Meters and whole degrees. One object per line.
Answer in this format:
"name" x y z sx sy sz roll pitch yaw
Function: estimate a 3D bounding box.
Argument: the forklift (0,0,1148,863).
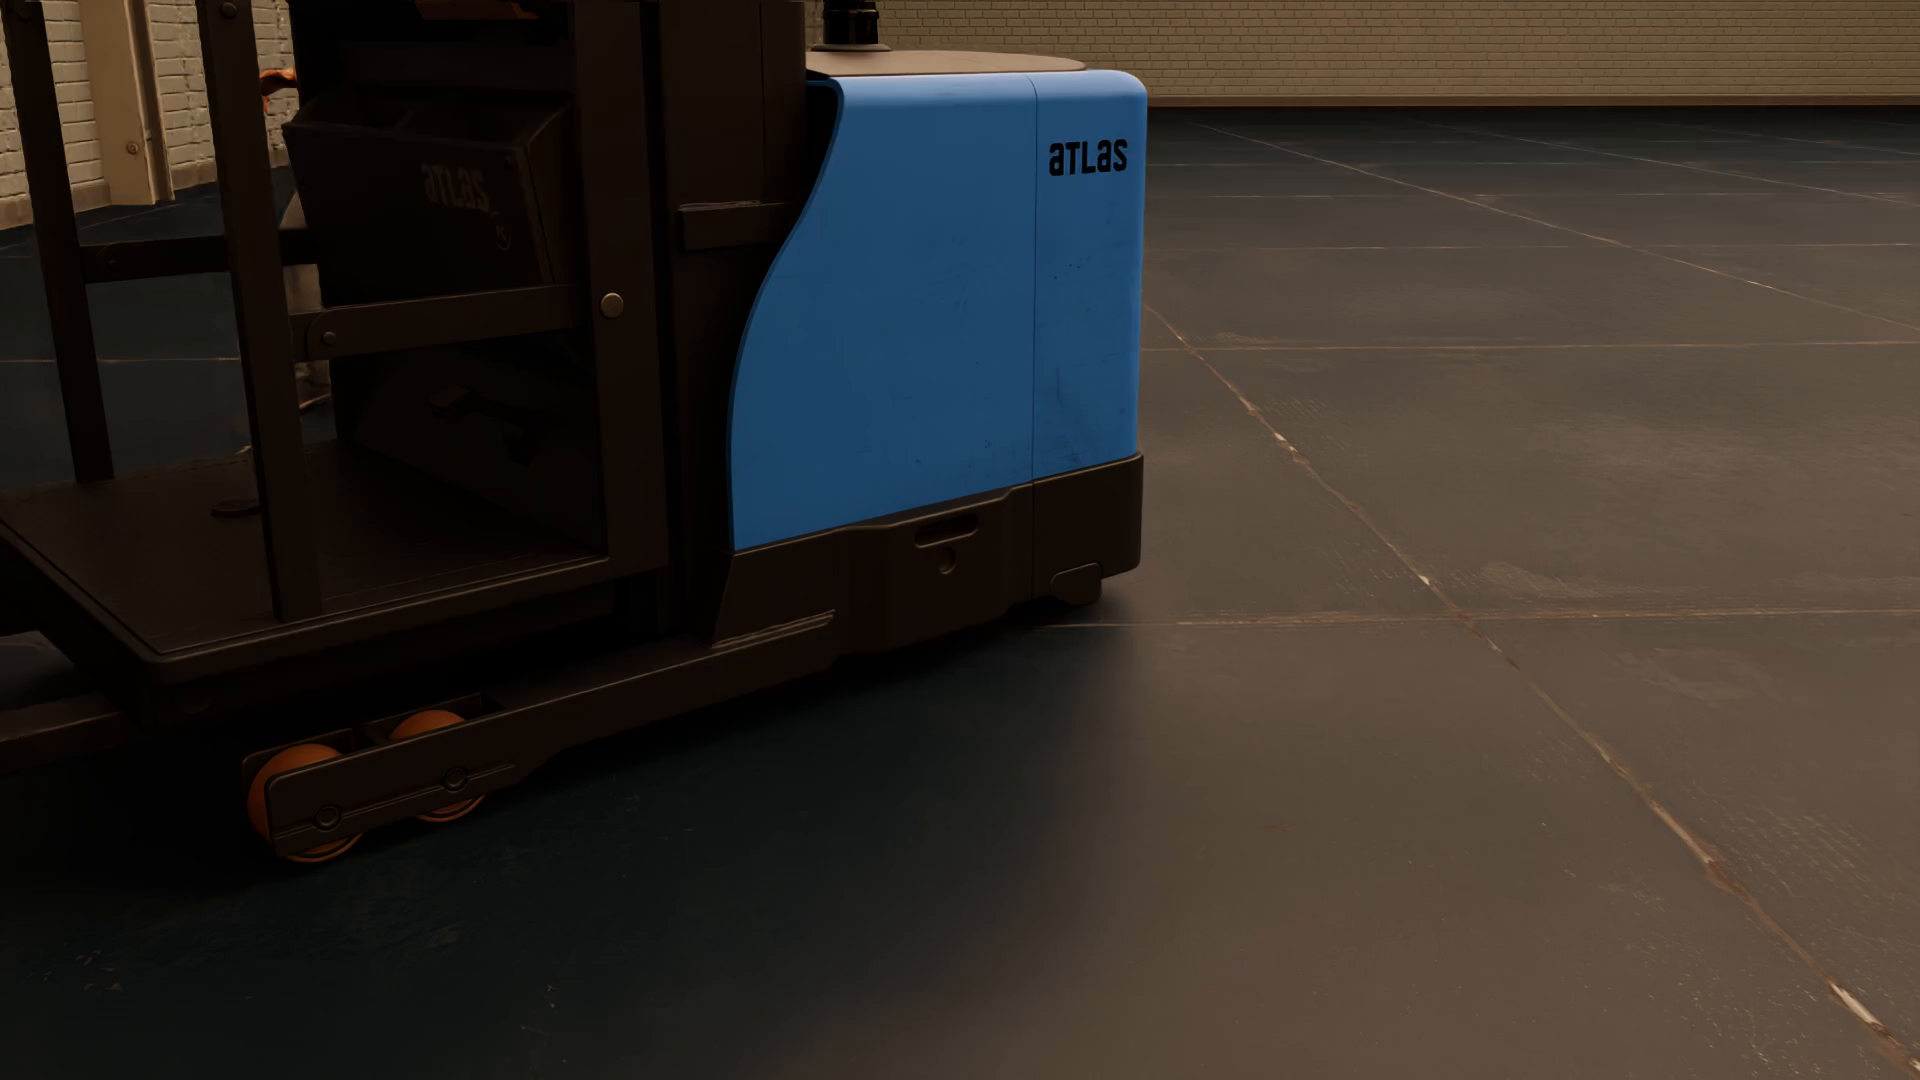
"forklift" -1.057 -1.109 2.533 3.031 2.935 1.130 -14 22 -39

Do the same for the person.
"person" -1.787 -1.158 5.053 0.891 1.621 0.514 3 17 8
